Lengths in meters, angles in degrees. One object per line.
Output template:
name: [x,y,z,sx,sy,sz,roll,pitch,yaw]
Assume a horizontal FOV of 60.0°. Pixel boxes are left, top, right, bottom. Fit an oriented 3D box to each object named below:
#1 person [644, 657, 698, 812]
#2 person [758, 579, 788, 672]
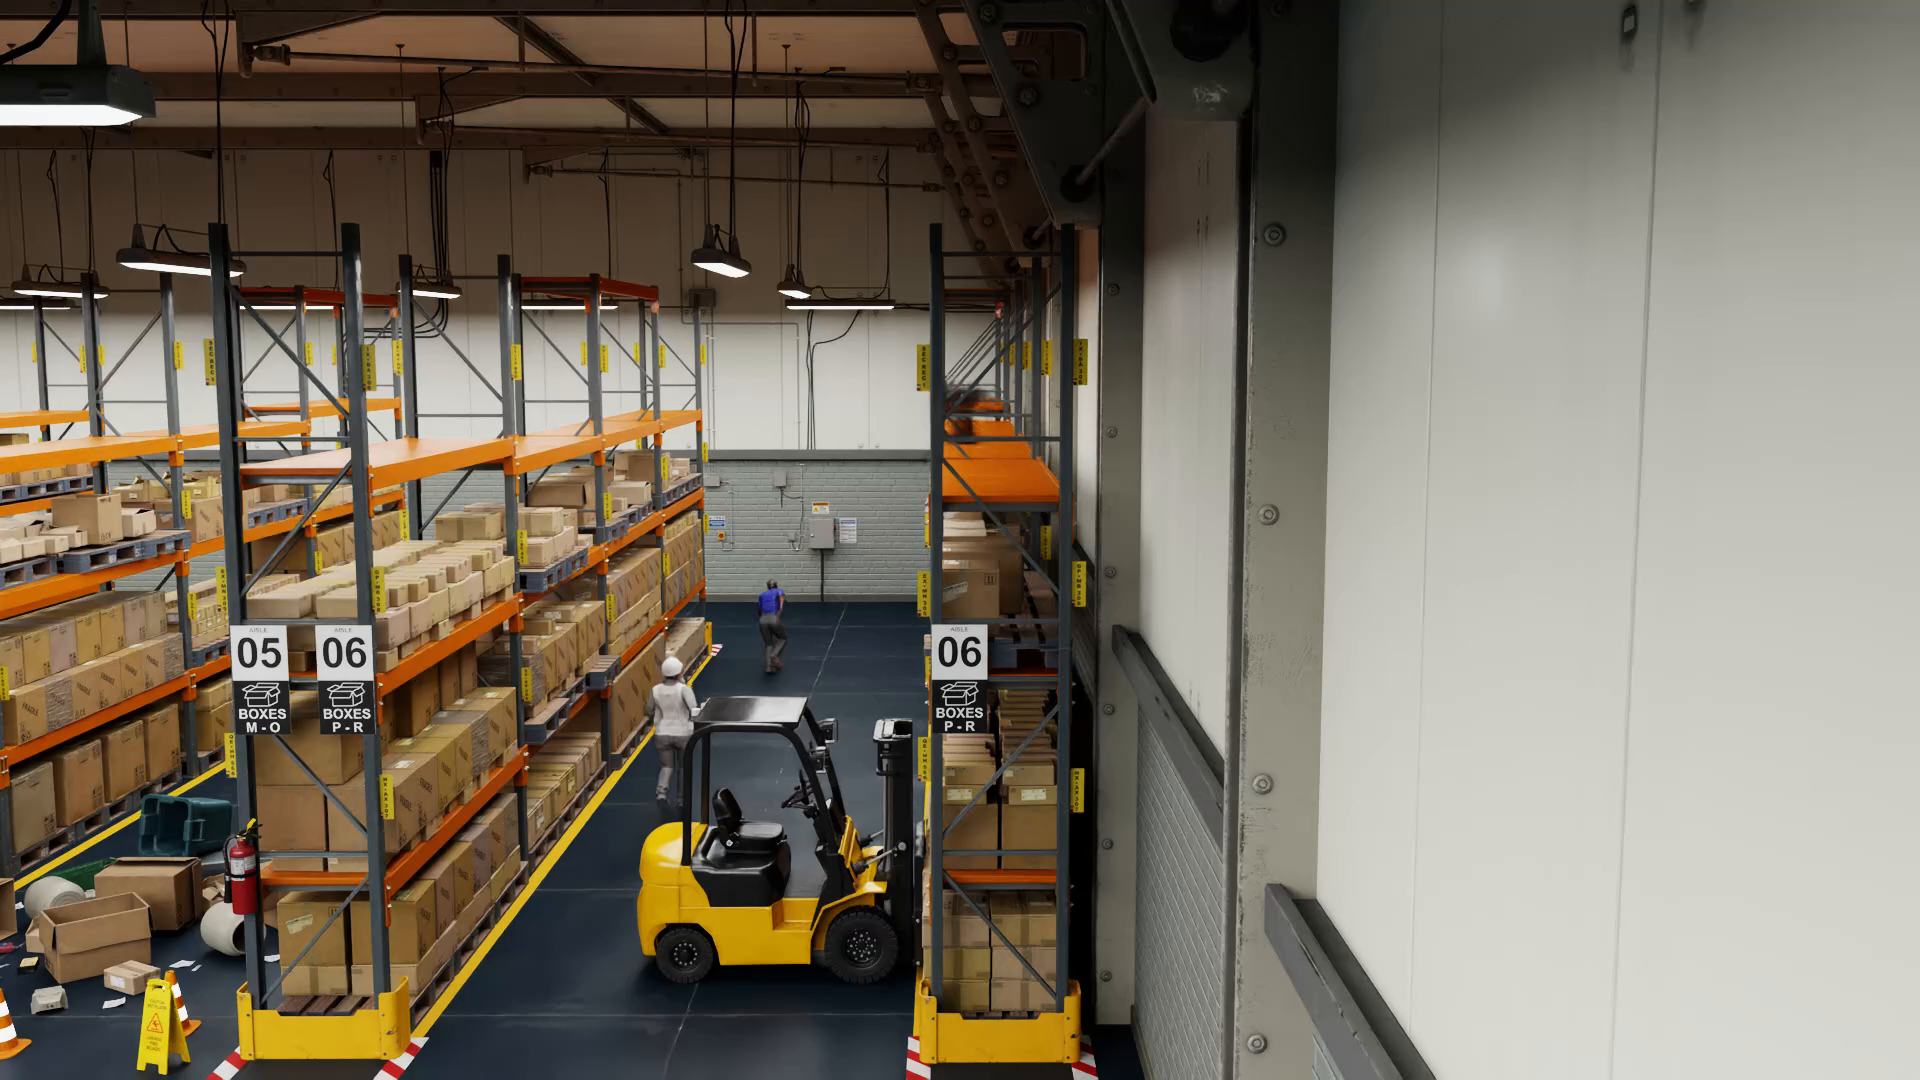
person: [-3.155,2.164,18.291,0.652,1.776,0.934,0,7,2]
person: [-2.997,1.378,26.588,0.596,1.374,0.973,1,7,12]
